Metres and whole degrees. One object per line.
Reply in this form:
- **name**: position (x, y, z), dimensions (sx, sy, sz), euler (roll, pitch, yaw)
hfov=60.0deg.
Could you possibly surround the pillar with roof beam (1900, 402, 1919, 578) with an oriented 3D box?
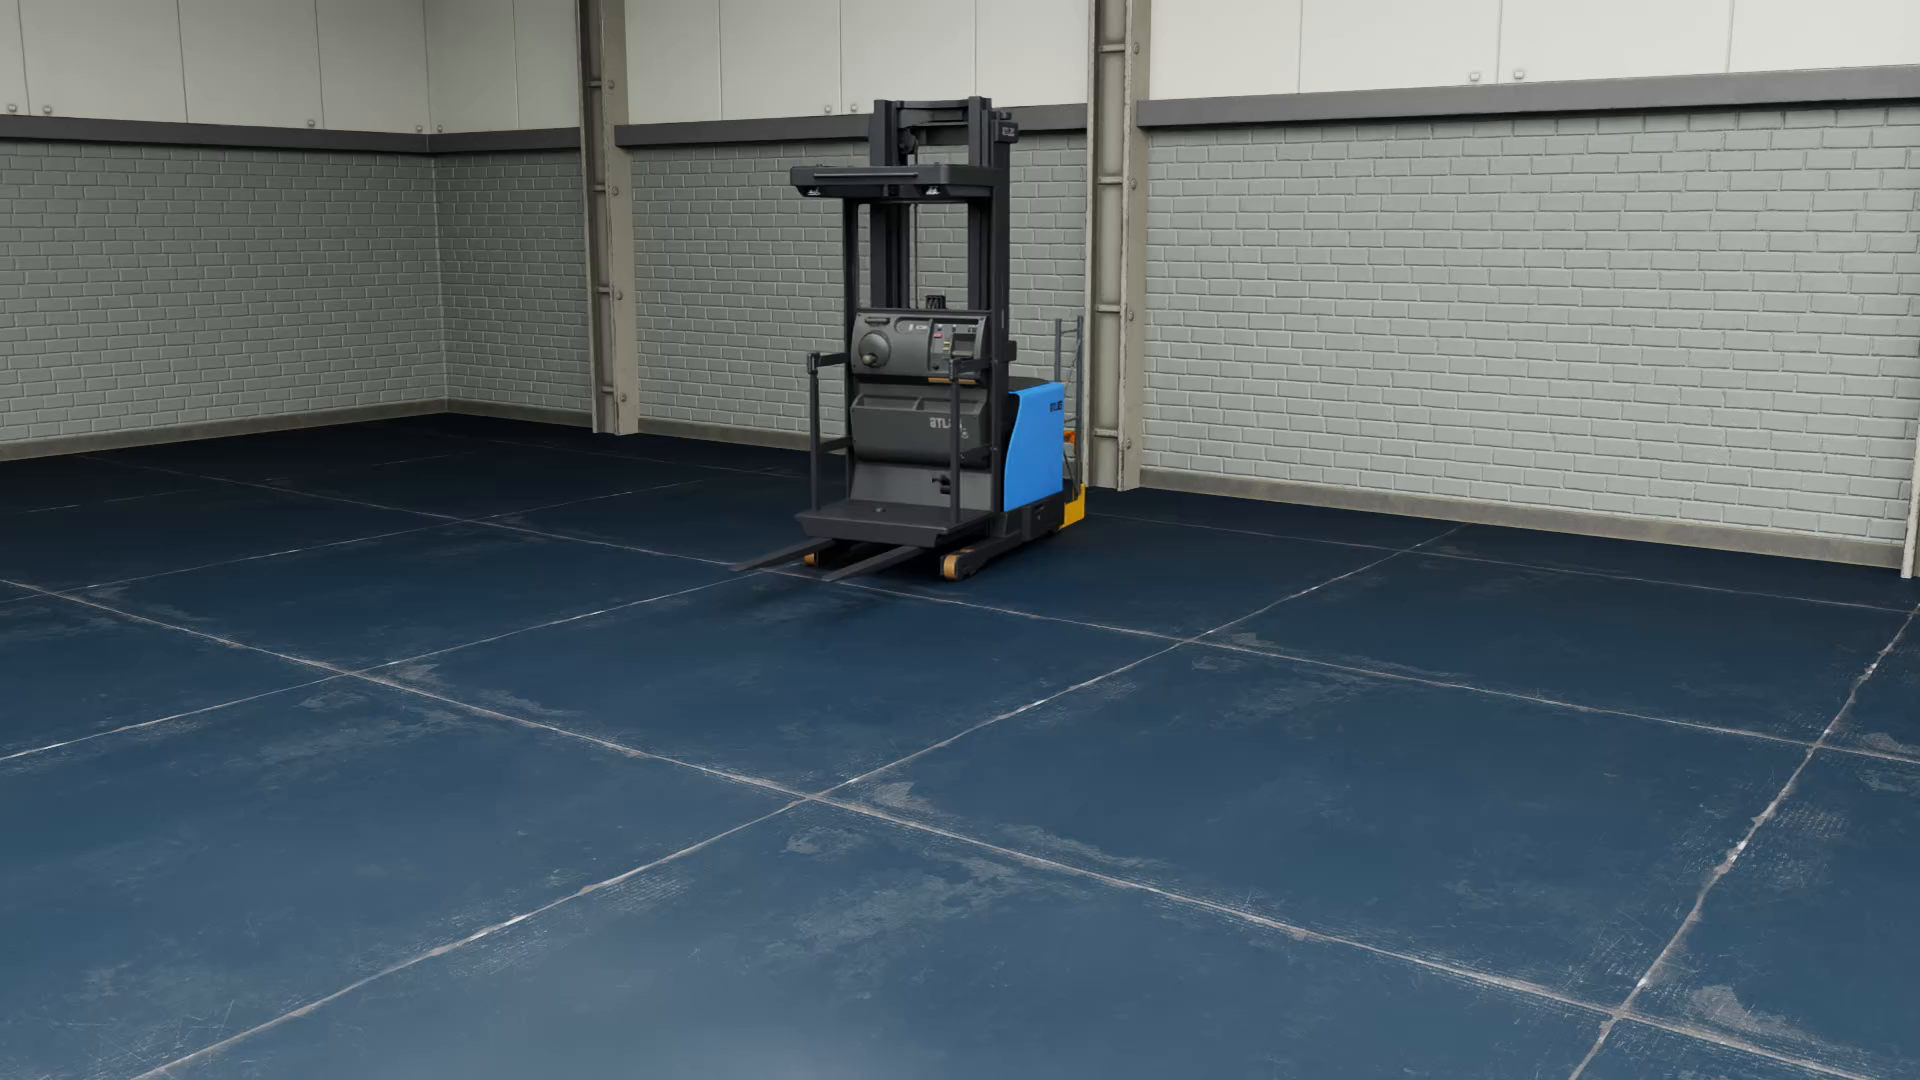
- **pillar with roof beam**: position (3.548, -3.529, 6.080), dimensions (0.400, 9.000, 9.100), euler (8, 13, 36)

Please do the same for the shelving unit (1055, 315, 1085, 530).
- **shelving unit**: position (0.324, -0.896, 12.214), dimensions (1.083, 1.500, 0.587), euler (5, 12, 23)

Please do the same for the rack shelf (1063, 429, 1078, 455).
- **rack shelf**: position (0.315, -0.720, 12.252), dimensions (1.000, 0.185, 0.538), euler (5, 12, 23)

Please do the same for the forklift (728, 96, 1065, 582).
- **forklift**: position (-0.359, -1.281, 10.435), dimensions (1.130, 2.935, 3.031), euler (5, 12, 25)

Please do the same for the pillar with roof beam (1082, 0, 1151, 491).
- **pillar with roof beam**: position (-1.288, -4.204, 9.567), dimensions (0.400, 9.000, 9.100), euler (8, 13, 36)

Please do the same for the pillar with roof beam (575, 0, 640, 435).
- **pillar with roof beam**: position (-6.124, -4.878, 13.054), dimensions (0.400, 9.000, 9.100), euler (8, 13, 36)

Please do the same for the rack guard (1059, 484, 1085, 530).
- **rack guard**: position (0.780, -0.245, 12.136), dimensions (0.087, 0.250, 0.587), euler (5, 12, 23)

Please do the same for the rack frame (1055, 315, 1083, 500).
- **rack frame**: position (0.781, -0.858, 12.017), dimensions (0.032, 1.500, 0.500), euler (5, 12, 23)
